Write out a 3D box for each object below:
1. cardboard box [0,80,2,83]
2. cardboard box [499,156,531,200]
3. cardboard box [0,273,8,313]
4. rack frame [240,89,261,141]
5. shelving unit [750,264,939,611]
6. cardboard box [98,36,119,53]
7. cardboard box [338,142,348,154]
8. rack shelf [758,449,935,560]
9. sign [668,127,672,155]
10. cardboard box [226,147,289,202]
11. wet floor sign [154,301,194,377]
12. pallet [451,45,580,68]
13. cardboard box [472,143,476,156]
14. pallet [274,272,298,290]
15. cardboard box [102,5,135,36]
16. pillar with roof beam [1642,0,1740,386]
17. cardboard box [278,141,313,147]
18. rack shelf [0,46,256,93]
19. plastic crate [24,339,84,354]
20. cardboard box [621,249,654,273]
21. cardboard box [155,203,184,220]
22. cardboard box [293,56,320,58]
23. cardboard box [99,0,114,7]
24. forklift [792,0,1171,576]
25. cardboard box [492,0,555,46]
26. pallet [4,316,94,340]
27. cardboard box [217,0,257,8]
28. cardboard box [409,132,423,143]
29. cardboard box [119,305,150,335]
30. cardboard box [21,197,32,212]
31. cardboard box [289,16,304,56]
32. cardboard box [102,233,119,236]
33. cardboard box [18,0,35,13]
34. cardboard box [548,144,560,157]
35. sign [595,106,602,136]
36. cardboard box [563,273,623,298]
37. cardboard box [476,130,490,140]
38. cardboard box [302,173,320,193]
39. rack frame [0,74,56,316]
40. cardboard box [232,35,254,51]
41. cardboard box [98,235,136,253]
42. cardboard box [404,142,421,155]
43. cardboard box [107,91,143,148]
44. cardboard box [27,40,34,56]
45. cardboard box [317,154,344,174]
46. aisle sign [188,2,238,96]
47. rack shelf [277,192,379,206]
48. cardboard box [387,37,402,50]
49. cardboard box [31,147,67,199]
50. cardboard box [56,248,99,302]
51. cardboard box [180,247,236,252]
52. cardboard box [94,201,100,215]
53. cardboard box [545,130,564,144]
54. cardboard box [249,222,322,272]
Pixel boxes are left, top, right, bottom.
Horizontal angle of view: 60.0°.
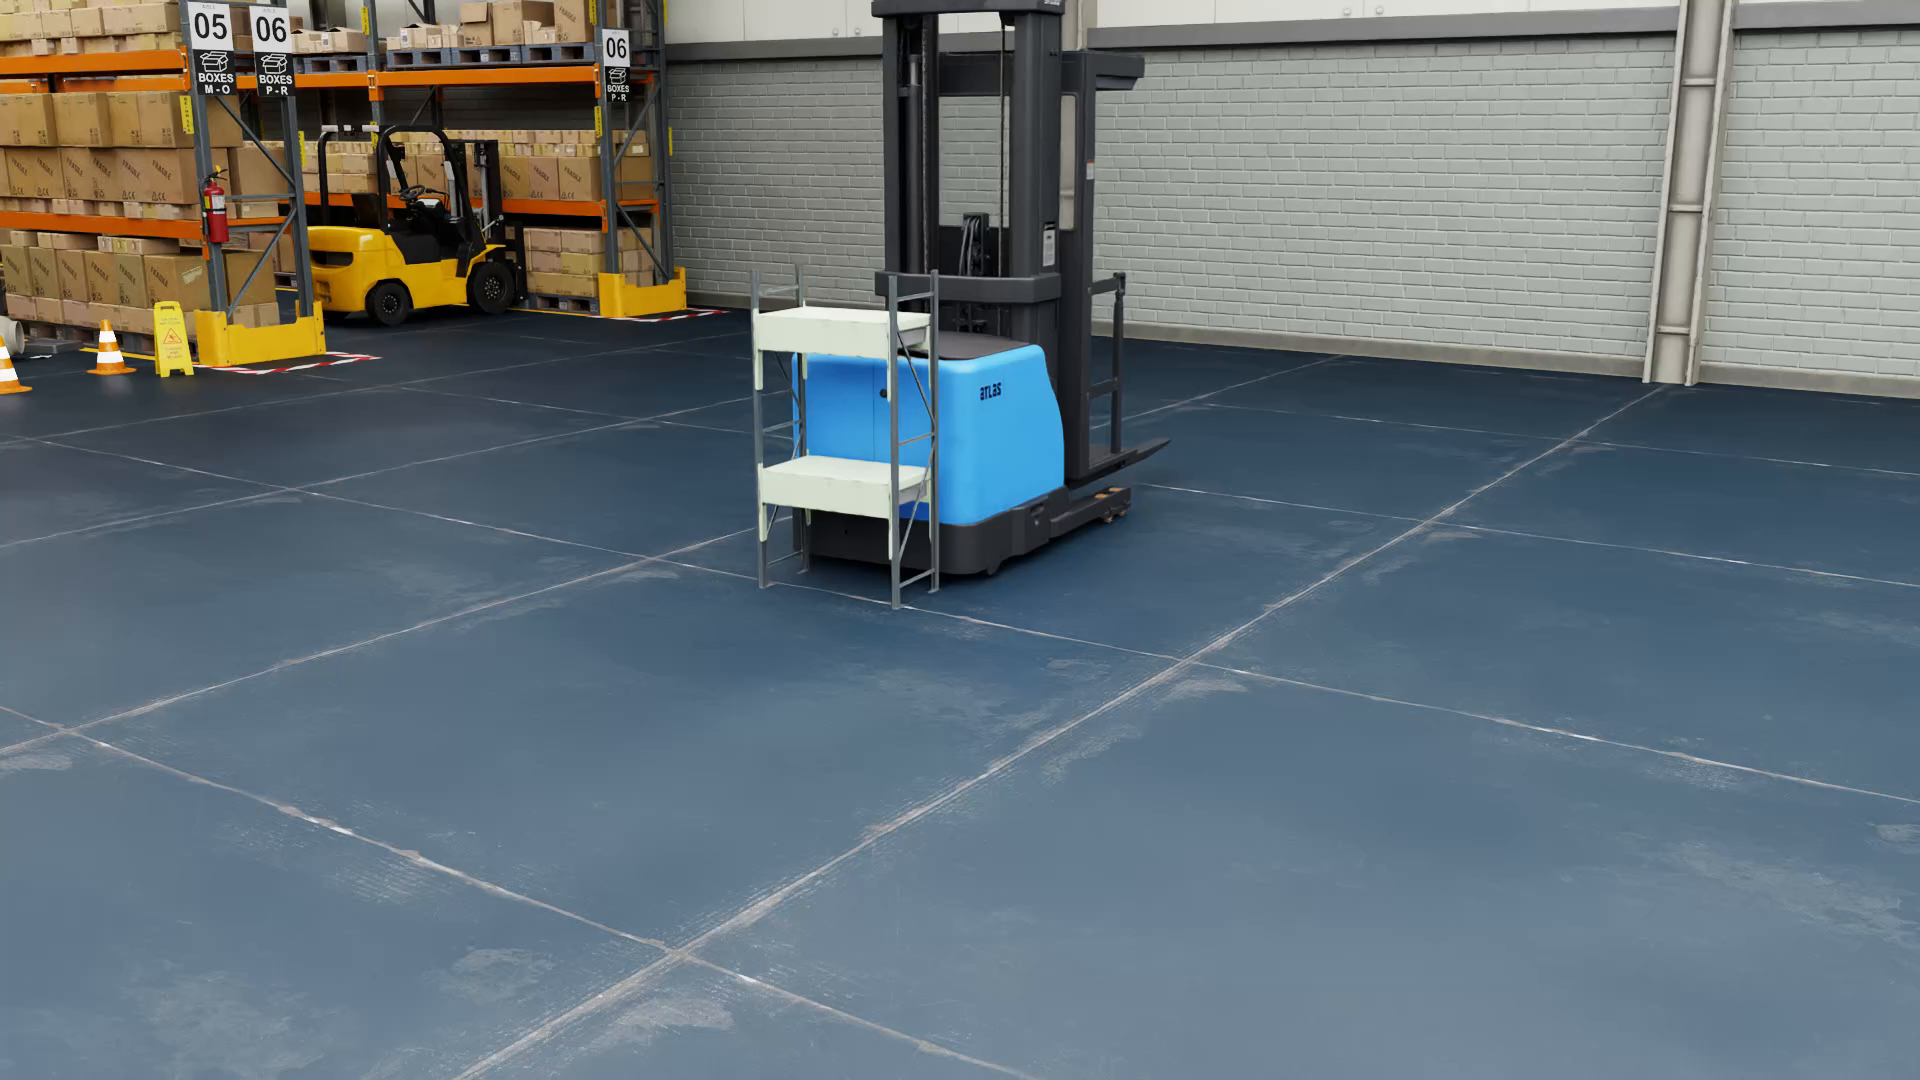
[{"bbox_3d":[-14.804,-7.192,25.914,0.250,0.149,0.380,9,17,33],"label":"cardboard box"},{"bbox_3d":[-5.168,-4.357,19.972,0.500,0.500,0.500,9,16,32],"label":"cardboard box"},{"bbox_3d":[-10.286,-2.699,18.077,0.625,0.372,0.950,9,17,34],"label":"cardboard box"},{"bbox_3d":[-10.401,-5.227,23.697,0.127,3.000,1.000,9,17,33],"label":"rack frame"},{"bbox_3d":[-0.525,-0.492,7.689,0.755,1.500,0.431,7,16,28],"label":"shelving unit"},{"bbox_3d":[-7.815,-4.631,15.568,0.250,0.149,0.380,9,17,32],"label":"cardboard box"},{"bbox_3d":[-7.887,-5.130,21.746,0.250,0.149,0.380,9,17,33],"label":"cardboard box"},{"bbox_3d":[-0.525,-0.175,7.768,0.720,0.370,0.431,7,16,28],"label":"rack shelf"},{"bbox_3d":[-3.448,-4.723,19.693,0.005,0.325,0.100,9,17,33],"label":"sign"},{"bbox_3d":[-6.768,-3.476,15.795,0.500,0.500,0.500,9,16,32],"label":"cardboard box"},{"bbox_3d":[-6.969,-1.782,14.681,0.267,0.644,0.232,-10,17,-35],"label":"wet floor sign"},{"bbox_3d":[-5.352,-5.831,20.077,1.213,0.211,1.003,9,17,33],"label":"pallet"},{"bbox_3d":[-5.692,-4.748,20.201,0.250,0.149,0.380,9,16,32],"label":"cardboard box"},{"bbox_3d":[-8.732,-3.592,22.893,1.213,0.211,1.003,9,17,33],"label":"pallet"},{"bbox_3d":[-7.514,-4.777,15.329,0.500,0.250,0.500,9,16,32],"label":"cardboard box"},{"bbox_3d":[3.717,-4.872,9.776,0.400,9.000,9.100,9,17,33],"label":"pillar with roof beam"},{"bbox_3d":[-8.954,-5.302,22.443,0.250,0.149,0.380,9,17,33],"label":"cardboard box"},{"bbox_3d":[-8.190,-4.539,16.172,4.000,0.370,1.077,9,17,33],"label":"rack shelf"},{"bbox_3d":[-9.004,-1.909,16.369,0.583,0.080,0.402,3,14,14],"label":"plastic crate"},{"bbox_3d":[-4.037,-3.371,20.004,0.500,0.250,0.500,10,17,34],"label":"cardboard box"},{"bbox_3d":[-7.232,-3.061,15.471,0.250,0.149,0.380,9,16,32],"label":"cardboard box"},{"bbox_3d":[-8.916,-6.645,22.585,0.250,0.166,0.380,9,17,33],"label":"cardboard box"},{"bbox_3d":[-7.771,-5.023,15.493,0.250,0.149,0.380,9,17,33],"label":"cardboard box"},{"bbox_3d":[0.309,-1.559,9.023,1.130,2.935,3.031,7,16,28],"label":"forklift"},{"bbox_3d":[-5.060,-6.079,19.607,0.500,0.500,0.700,9,17,33],"label":"cardboard box"},{"bbox_3d":[-9.272,-2.264,17.529,1.213,0.211,1.003,9,17,33],"label":"pallet"},{"bbox_3d":[-6.711,-4.974,15.293,0.250,0.149,0.380,9,17,32],"label":"cardboard box"},{"bbox_3d":[-6.706,-5.083,20.937,0.250,0.149,0.380,9,17,34],"label":"cardboard box"},{"bbox_3d":[-7.776,-2.159,16.151,0.500,0.250,0.500,9,17,33],"label":"cardboard box"},{"bbox_3d":[-9.291,-3.419,16.916,0.250,0.149,0.380,9,17,33],"label":"cardboard box"},{"bbox_3d":[-9.091,-6.702,22.121,0.500,0.500,0.500,10,17,34],"label":"cardboard box"},{"bbox_3d":[-12.585,-4.507,25.116,0.500,0.500,0.500,9,16,31],"label":"cardboard box"},{"bbox_3d":[-8.887,-5.184,16.145,0.250,0.149,0.380,9,16,31],"label":"cardboard box"},{"bbox_3d":[-4.617,-4.584,19.539,0.250,0.149,0.380,10,17,34],"label":"cardboard box"},{"bbox_3d":[-4.077,-4.725,18.765,0.005,0.325,0.100,9,17,33],"label":"sign"},{"bbox_3d":[-4.329,-3.023,19.643,0.500,0.250,0.500,9,17,33],"label":"cardboard box"},{"bbox_3d":[-5.653,-4.910,20.237,0.250,0.149,0.380,9,17,33],"label":"cardboard box"},{"bbox_3d":[-8.461,-4.772,22.171,0.500,0.250,0.500,9,17,33],"label":"cardboard box"},{"bbox_3d":[-9.849,-3.700,17.529,0.127,3.000,1.000,9,17,33],"label":"rack frame"},{"bbox_3d":[-6.624,-4.607,15.473,0.250,0.149,0.380,9,17,33],"label":"cardboard box"},{"bbox_3d":[-8.107,-2.873,16.126,0.250,0.149,0.380,10,17,35],"label":"cardboard box"},{"bbox_3d":[-6.748,-4.924,20.916,0.250,0.149,0.380,10,17,34],"label":"cardboard box"},{"bbox_3d":[-7.491,-3.937,15.576,0.500,0.500,0.700,9,17,33],"label":"cardboard box"},{"bbox_3d":[-8.873,-4.807,16.279,0.250,0.149,0.380,9,16,31],"label":"cardboard box"},{"bbox_3d":[-8.063,-4.943,21.820,0.500,0.250,0.500,9,16,31],"label":"cardboard box"},{"bbox_3d":[-6.640,-4.360,14.783,0.004,0.787,0.394,9,17,33],"label":"aisle sign"},{"bbox_3d":[-8.741,-4.610,22.700,4.000,0.370,1.077,9,17,33],"label":"rack shelf"},{"bbox_3d":[-6.879,-6.156,20.649,0.250,0.149,0.380,10,17,34],"label":"cardboard box"},{"bbox_3d":[-8.801,-3.646,16.483,0.500,0.500,0.500,9,17,32],"label":"cardboard box"},{"bbox_3d":[-8.630,-2.661,16.619,0.500,0.500,0.500,10,17,36],"label":"cardboard box"},{"bbox_3d":[-7.501,-2.633,16.504,0.500,0.500,0.500,8,16,31],"label":"cardboard box"},{"bbox_3d":[-8.217,-3.258,16.267,0.250,0.149,0.380,9,17,33],"label":"cardboard box"},{"bbox_3d":[-4.632,-4.725,19.490,0.250,0.149,0.380,10,17,34],"label":"cardboard box"},{"bbox_3d":[-9.344,-4.106,23.235,0.625,0.625,0.875,10,17,35],"label":"cardboard box"}]
